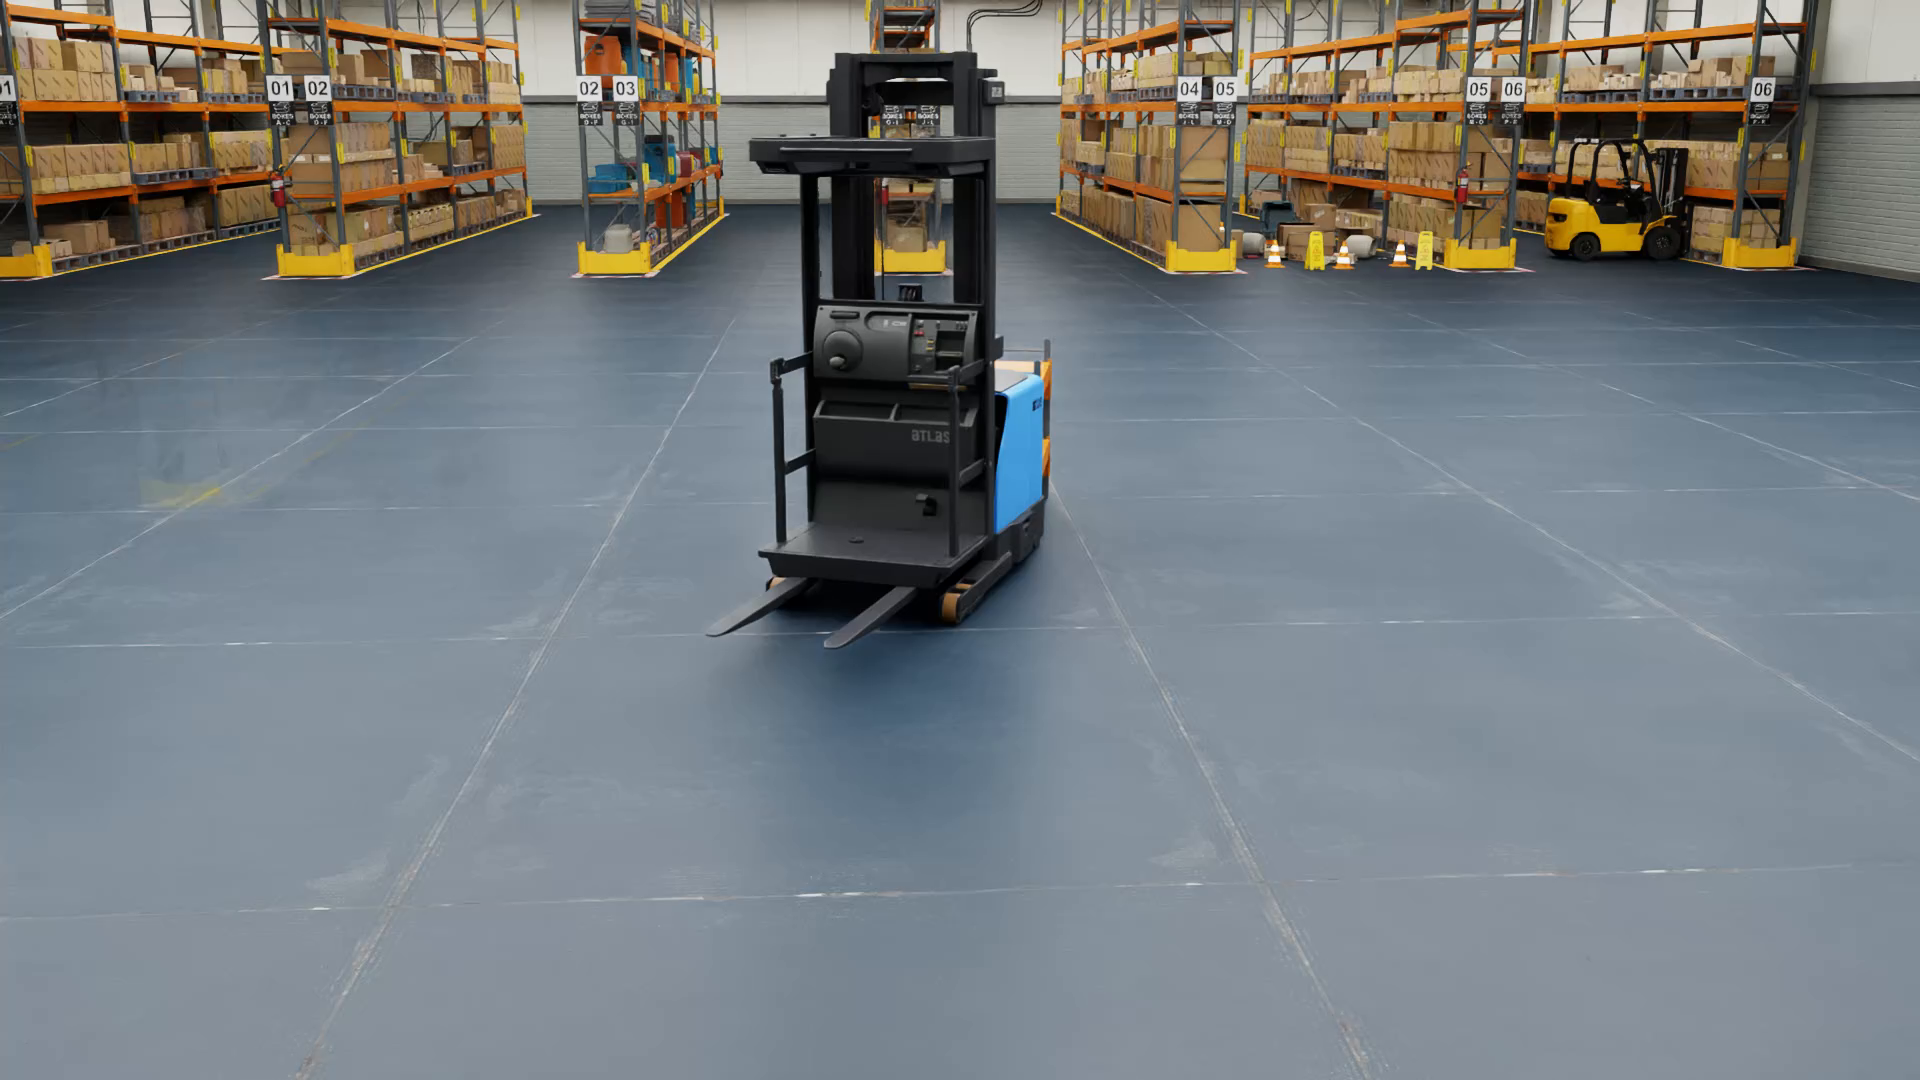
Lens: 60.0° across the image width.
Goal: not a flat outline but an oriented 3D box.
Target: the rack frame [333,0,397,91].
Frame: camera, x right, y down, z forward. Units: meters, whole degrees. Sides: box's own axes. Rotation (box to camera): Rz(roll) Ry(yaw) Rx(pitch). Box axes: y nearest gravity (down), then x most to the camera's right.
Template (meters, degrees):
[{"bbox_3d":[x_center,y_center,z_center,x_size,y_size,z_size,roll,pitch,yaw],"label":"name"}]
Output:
[{"bbox_3d":[-10.969,-9.785,30.498,1.000,3.000,0.127,-1,14,-3],"label":"rack frame"}]

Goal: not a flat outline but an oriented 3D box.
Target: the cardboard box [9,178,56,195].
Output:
[{"bbox_3d":[-15.379,-5.871,27.585,0.500,0.250,0.500,-1,14,-5],"label":"cardboard box"}]

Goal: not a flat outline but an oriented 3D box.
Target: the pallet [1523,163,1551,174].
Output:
[{"bbox_3d":[13.403,-8.332,37.273,1.213,0.211,1.003,-1,14,-3],"label":"pallet"}]

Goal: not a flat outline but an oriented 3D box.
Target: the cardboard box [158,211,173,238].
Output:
[{"bbox_3d":[-16.049,-6.243,32.904,0.700,0.500,0.500,-1,14,-3],"label":"cardboard box"}]

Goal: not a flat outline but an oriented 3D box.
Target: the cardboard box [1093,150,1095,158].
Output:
[{"bbox_3d":[3.124,-8.486,36.552,0.380,0.149,0.250,0,14,-1],"label":"cardboard box"}]

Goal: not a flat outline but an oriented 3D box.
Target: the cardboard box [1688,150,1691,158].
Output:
[{"bbox_3d":[13.596,-7.157,30.819,0.380,0.149,0.250,-1,14,-5],"label":"cardboard box"}]

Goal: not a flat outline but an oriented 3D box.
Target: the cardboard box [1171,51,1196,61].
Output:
[{"bbox_3d":[3.763,-8.136,27.968,0.380,0.149,0.250,-1,14,-3],"label":"cardboard box"}]

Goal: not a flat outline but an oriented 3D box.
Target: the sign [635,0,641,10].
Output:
[{"bbox_3d":[-5.228,-8.772,26.980,0.100,0.325,0.005,-1,14,-3],"label":"sign"}]

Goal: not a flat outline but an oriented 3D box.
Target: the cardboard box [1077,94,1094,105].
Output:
[{"bbox_3d":[3.079,-10.571,39.872,0.500,0.250,0.500,-1,14,-2],"label":"cardboard box"}]

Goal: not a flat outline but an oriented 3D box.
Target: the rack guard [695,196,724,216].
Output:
[{"bbox_3d":[-6.783,-8.735,43.472,1.175,0.500,0.348,-1,14,-3],"label":"rack guard"}]

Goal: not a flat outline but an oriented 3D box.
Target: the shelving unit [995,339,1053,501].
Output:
[{"bbox_3d":[0.312,-0.702,10.998,0.538,1.125,1.048,2,15,6],"label":"shelving unit"}]

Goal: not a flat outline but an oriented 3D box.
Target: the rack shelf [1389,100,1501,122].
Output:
[{"bbox_3d":[8.933,-7.792,30.213,1.077,0.370,4.000,-1,14,-3],"label":"rack shelf"}]

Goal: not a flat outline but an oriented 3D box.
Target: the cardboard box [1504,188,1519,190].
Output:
[{"bbox_3d":[13.146,-8.334,39.770,0.380,0.149,0.250,-2,15,-6],"label":"cardboard box"}]

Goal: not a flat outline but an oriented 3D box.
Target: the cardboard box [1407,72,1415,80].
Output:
[{"bbox_3d":[8.545,-8.623,30.904,0.380,0.149,0.250,-1,14,-4],"label":"cardboard box"}]

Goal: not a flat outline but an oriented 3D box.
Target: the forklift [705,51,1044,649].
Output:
[{"bbox_3d":[-0.419,-1.087,8.870,1.130,2.935,3.031,5,15,18],"label":"forklift"}]

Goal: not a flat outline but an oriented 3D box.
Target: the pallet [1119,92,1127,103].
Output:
[{"bbox_3d":[3.792,-9.002,33.852,1.003,0.211,1.213,0,14,-1],"label":"pallet"}]

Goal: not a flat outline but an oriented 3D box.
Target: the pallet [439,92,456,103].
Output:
[{"bbox_3d":[-11.086,-9.068,34.111,1.213,0.211,1.003,0,14,-1],"label":"pallet"}]

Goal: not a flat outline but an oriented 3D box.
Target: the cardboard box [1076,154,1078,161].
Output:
[{"bbox_3d":[2.945,-9.049,39.339,0.380,0.149,0.250,-2,15,-6],"label":"cardboard box"}]

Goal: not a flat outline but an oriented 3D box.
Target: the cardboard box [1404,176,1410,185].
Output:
[{"bbox_3d":[8.604,-6.790,31.401,0.380,0.149,0.250,0,14,-2],"label":"cardboard box"}]

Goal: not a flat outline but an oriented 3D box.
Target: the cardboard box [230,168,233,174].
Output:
[{"bbox_3d":[-16.052,-8.026,36.164,0.380,0.149,0.250,-1,14,-2],"label":"cardboard box"}]

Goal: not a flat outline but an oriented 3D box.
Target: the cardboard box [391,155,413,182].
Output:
[{"bbox_3d":[-11.033,-7.250,32.485,0.500,0.500,0.500,0,14,1],"label":"cardboard box"}]

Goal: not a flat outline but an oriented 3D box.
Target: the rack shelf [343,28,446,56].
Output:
[{"bbox_3d":[-11.093,-9.740,32.571,1.077,0.370,4.000,-1,14,-3],"label":"rack shelf"}]

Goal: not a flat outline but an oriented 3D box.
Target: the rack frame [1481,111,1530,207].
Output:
[{"bbox_3d":[13.268,-9.252,40.465,1.000,3.000,0.127,-1,14,-3],"label":"rack frame"}]

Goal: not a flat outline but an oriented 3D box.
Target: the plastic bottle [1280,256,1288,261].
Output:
[{"bbox_3d":[5.867,-5.150,30.420,0.133,0.061,0.283,-6,16,-23],"label":"plastic bottle"}]

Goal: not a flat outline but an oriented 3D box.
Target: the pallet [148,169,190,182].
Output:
[{"bbox_3d":[-15.997,-7.213,32.924,1.003,0.211,1.213,-1,14,-3],"label":"pallet"}]

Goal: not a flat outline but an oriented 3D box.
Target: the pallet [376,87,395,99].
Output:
[{"bbox_3d":[-10.890,-8.078,30.060,1.003,0.211,1.213,-1,14,-3],"label":"pallet"}]

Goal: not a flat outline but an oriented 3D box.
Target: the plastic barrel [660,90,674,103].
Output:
[{"bbox_3d":[-5.961,-9.023,33.834,0.301,0.262,0.301,0,14,0],"label":"plastic barrel"}]

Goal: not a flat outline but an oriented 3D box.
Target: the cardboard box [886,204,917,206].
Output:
[{"bbox_3d":[-1.268,-6.863,35.313,0.700,0.500,0.500,-2,15,-6],"label":"cardboard box"}]

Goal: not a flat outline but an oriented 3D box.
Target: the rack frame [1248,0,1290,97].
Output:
[{"bbox_3d":[8.066,-13.075,43.282,1.000,3.000,0.127,-1,14,-3],"label":"rack frame"}]

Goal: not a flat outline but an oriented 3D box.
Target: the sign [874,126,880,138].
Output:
[{"bbox_3d":[-1.389,-6.747,27.772,0.100,0.325,0.005,-1,14,-3],"label":"sign"}]

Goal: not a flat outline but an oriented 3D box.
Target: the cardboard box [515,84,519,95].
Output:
[{"bbox_3d":[-11.426,-11.362,41.946,0.500,0.250,0.500,-1,14,-3],"label":"cardboard box"}]

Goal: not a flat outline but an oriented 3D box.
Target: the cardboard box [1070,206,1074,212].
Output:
[{"bbox_3d":[2.951,-8.245,41.431,0.380,0.149,0.250,-1,14,-4],"label":"cardboard box"}]

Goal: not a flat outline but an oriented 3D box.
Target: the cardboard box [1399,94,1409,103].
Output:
[{"bbox_3d":[8.542,-8.368,31.516,0.380,0.149,0.250,-1,14,-3],"label":"cardboard box"}]

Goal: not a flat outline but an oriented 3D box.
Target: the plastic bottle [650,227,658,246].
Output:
[{"bbox_3d":[-5.666,-5.602,30.711,0.144,0.351,0.185,-1,14,-4],"label":"plastic bottle"}]

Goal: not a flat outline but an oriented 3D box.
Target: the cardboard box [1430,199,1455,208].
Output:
[{"bbox_3d":[8.657,-6.024,29.790,0.380,0.149,0.250,0,14,-2],"label":"cardboard box"}]

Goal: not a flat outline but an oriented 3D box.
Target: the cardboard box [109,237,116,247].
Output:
[{"bbox_3d":[-15.850,-5.511,30.727,0.380,0.166,0.250,-3,15,-11],"label":"cardboard box"}]

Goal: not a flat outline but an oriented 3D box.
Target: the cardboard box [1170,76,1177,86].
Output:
[{"bbox_3d":[3.764,-7.749,28.063,0.380,0.149,0.250,-1,14,-4],"label":"cardboard box"}]

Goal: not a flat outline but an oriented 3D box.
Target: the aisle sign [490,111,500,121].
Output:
[{"bbox_3d":[-12.010,-11.136,42.569,0.394,0.787,0.004,-1,14,-3],"label":"aisle sign"}]

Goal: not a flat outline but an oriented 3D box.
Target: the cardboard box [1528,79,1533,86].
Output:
[{"bbox_3d":[13.118,-10.378,37.725,0.380,0.149,0.250,-1,14,-3],"label":"cardboard box"}]

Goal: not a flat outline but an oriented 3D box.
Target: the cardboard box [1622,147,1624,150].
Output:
[{"bbox_3d":[13.524,-7.832,33.444,0.380,0.149,0.250,-1,14,-3],"label":"cardboard box"}]

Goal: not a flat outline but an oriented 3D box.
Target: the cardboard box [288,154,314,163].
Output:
[{"bbox_3d":[-10.935,-6.340,27.644,0.380,0.149,0.250,-1,14,-4],"label":"cardboard box"}]

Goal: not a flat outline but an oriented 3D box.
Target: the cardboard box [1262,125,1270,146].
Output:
[{"bbox_3d":[7.922,-10.198,41.934,0.500,0.500,0.500,-1,14,-3],"label":"cardboard box"}]

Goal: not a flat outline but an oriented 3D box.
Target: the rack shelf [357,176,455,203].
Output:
[{"bbox_3d":[-11.093,-7.029,33.268,1.077,0.370,4.000,-1,14,-3],"label":"rack shelf"}]

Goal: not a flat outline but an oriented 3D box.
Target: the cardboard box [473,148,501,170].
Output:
[{"bbox_3d":[-11.224,-9.049,39.475,0.500,0.500,0.500,-1,14,-2],"label":"cardboard box"}]

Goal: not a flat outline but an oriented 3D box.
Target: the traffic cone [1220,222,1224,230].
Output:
[{"bbox_3d":[5.299,-6.211,33.739,0.336,0.463,0.334,-1,14,-3],"label":"traffic cone"}]

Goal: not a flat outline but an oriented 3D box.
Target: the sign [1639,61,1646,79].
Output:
[{"bbox_3d":[13.222,-9.107,32.213,0.100,0.325,0.005,-1,14,-3],"label":"sign"}]

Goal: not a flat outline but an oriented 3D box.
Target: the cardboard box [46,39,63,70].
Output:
[{"bbox_3d":[-15.470,-8.155,27.934,0.500,0.500,0.500,0,14,-2],"label":"cardboard box"}]

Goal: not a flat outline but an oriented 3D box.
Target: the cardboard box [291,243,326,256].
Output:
[{"bbox_3d":[-11.049,-4.885,28.170,0.500,0.250,0.500,-1,14,-3],"label":"cardboard box"}]

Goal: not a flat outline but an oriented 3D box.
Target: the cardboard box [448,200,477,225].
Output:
[{"bbox_3d":[-11.024,-7.250,36.816,0.500,0.500,0.500,-1,14,-4],"label":"cardboard box"}]

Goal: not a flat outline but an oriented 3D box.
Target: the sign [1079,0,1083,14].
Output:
[{"bbox_3d":[2.837,-12.465,38.880,0.100,0.325,0.005,-1,14,-3],"label":"sign"}]

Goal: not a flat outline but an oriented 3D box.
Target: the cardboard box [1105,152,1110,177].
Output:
[{"bbox_3d":[3.386,-8.011,35.440,0.500,0.500,0.500,-1,14,-3],"label":"cardboard box"}]

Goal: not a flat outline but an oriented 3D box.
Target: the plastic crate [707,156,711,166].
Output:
[{"bbox_3d":[-6.385,-9.381,41.182,0.416,0.233,0.300,-1,14,-3],"label":"plastic crate"}]

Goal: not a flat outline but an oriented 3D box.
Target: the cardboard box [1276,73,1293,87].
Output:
[{"bbox_3d":[8.198,-11.264,41.014,0.797,0.503,0.637,0,14,1],"label":"cardboard box"}]
